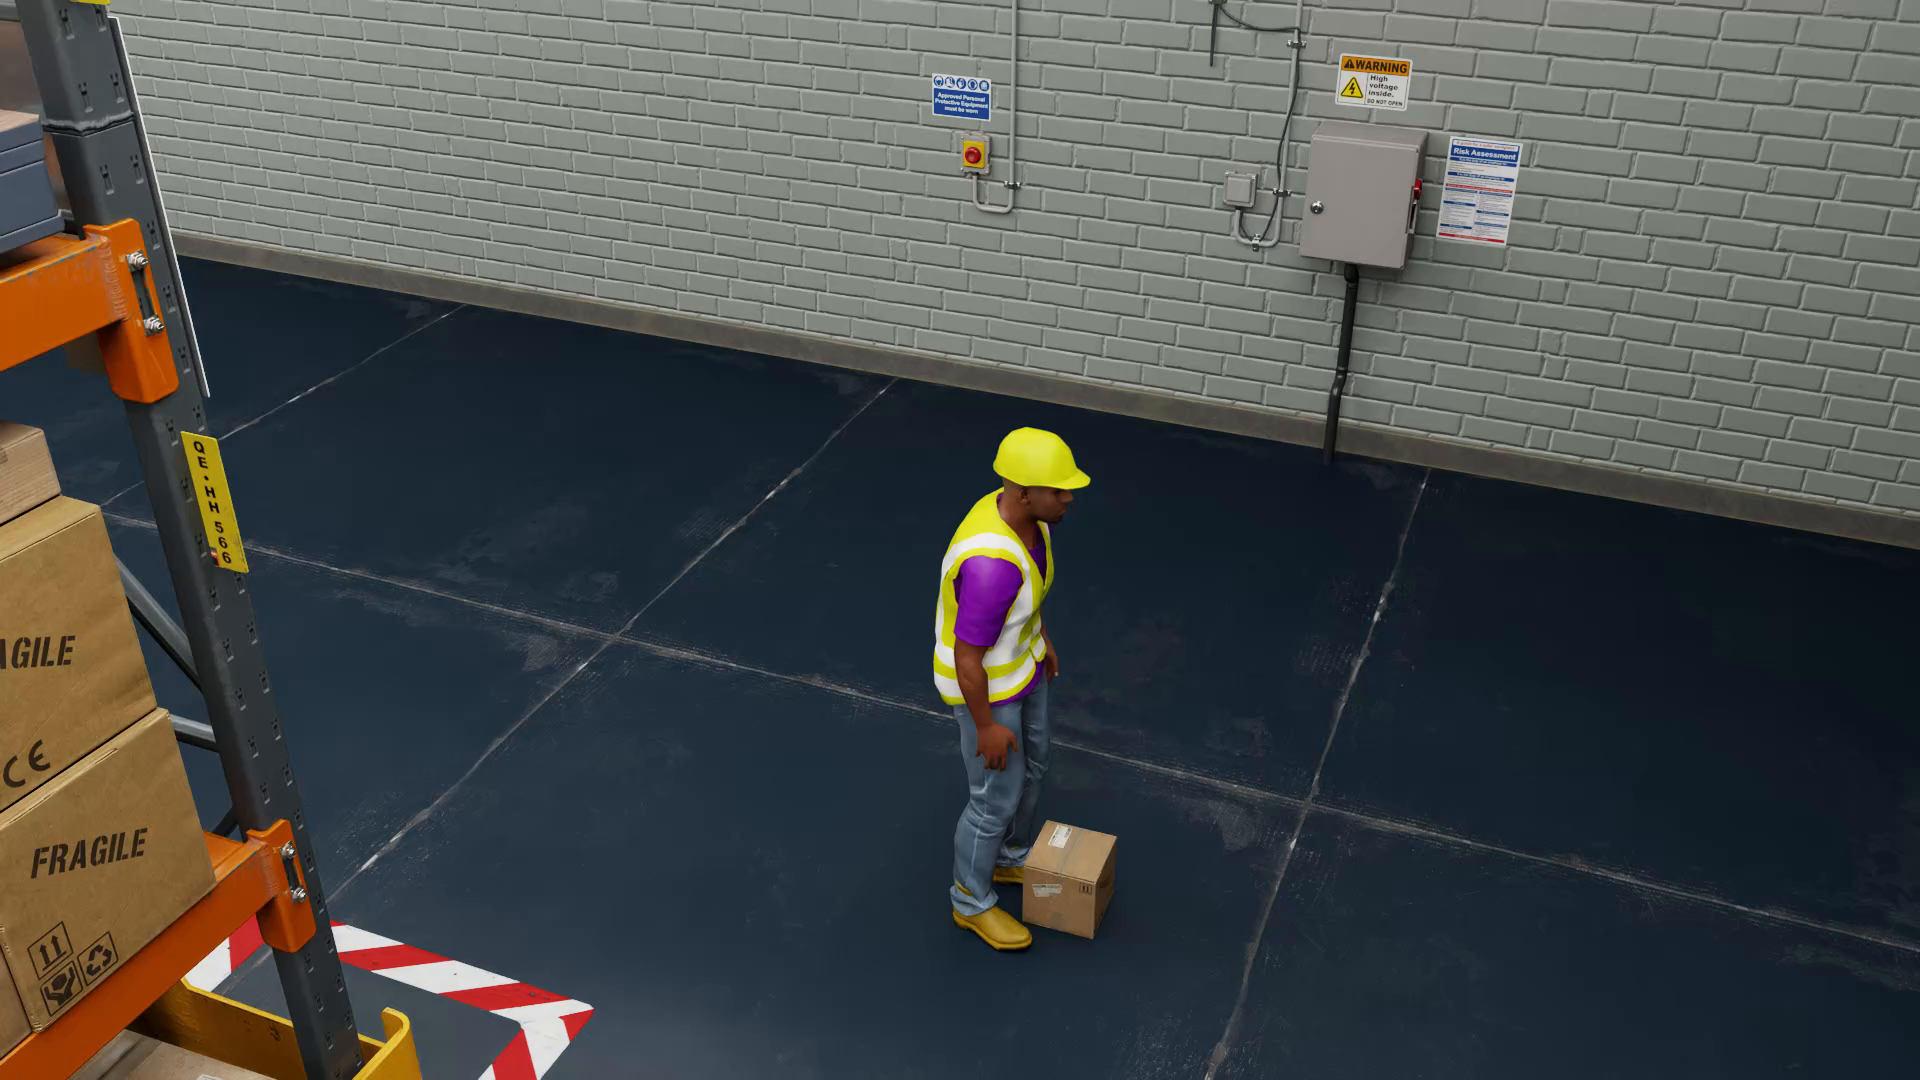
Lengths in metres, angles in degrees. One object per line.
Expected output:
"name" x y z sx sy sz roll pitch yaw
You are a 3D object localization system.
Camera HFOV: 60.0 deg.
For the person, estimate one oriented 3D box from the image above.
"person" 0.159 0.447 5.318 0.456 1.761 0.637 10 31 17
